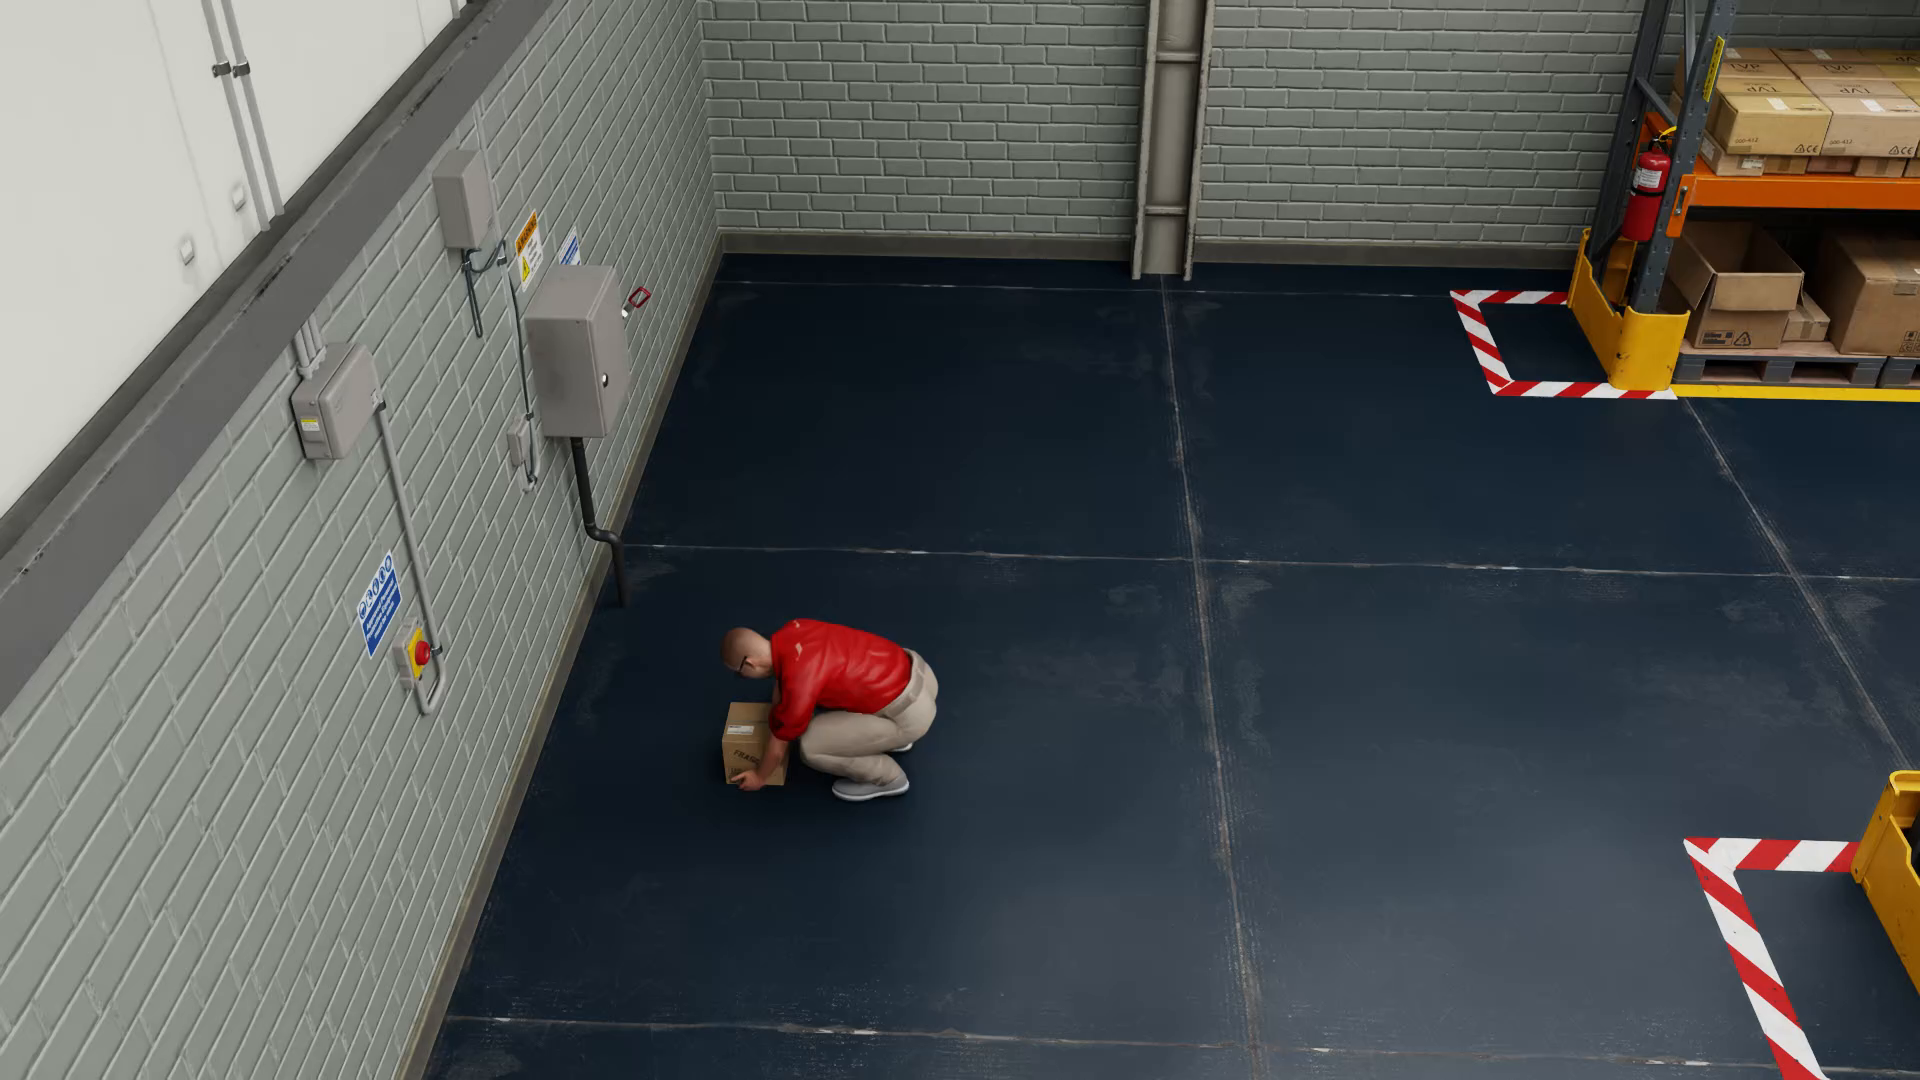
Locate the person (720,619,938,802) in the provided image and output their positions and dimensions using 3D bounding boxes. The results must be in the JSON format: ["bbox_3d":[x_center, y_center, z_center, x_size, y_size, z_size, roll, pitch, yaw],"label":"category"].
[{"bbox_3d":[-0.538,0.719,7.035,0.883,0.786,0.545,1,35,2],"label":"person"}]
